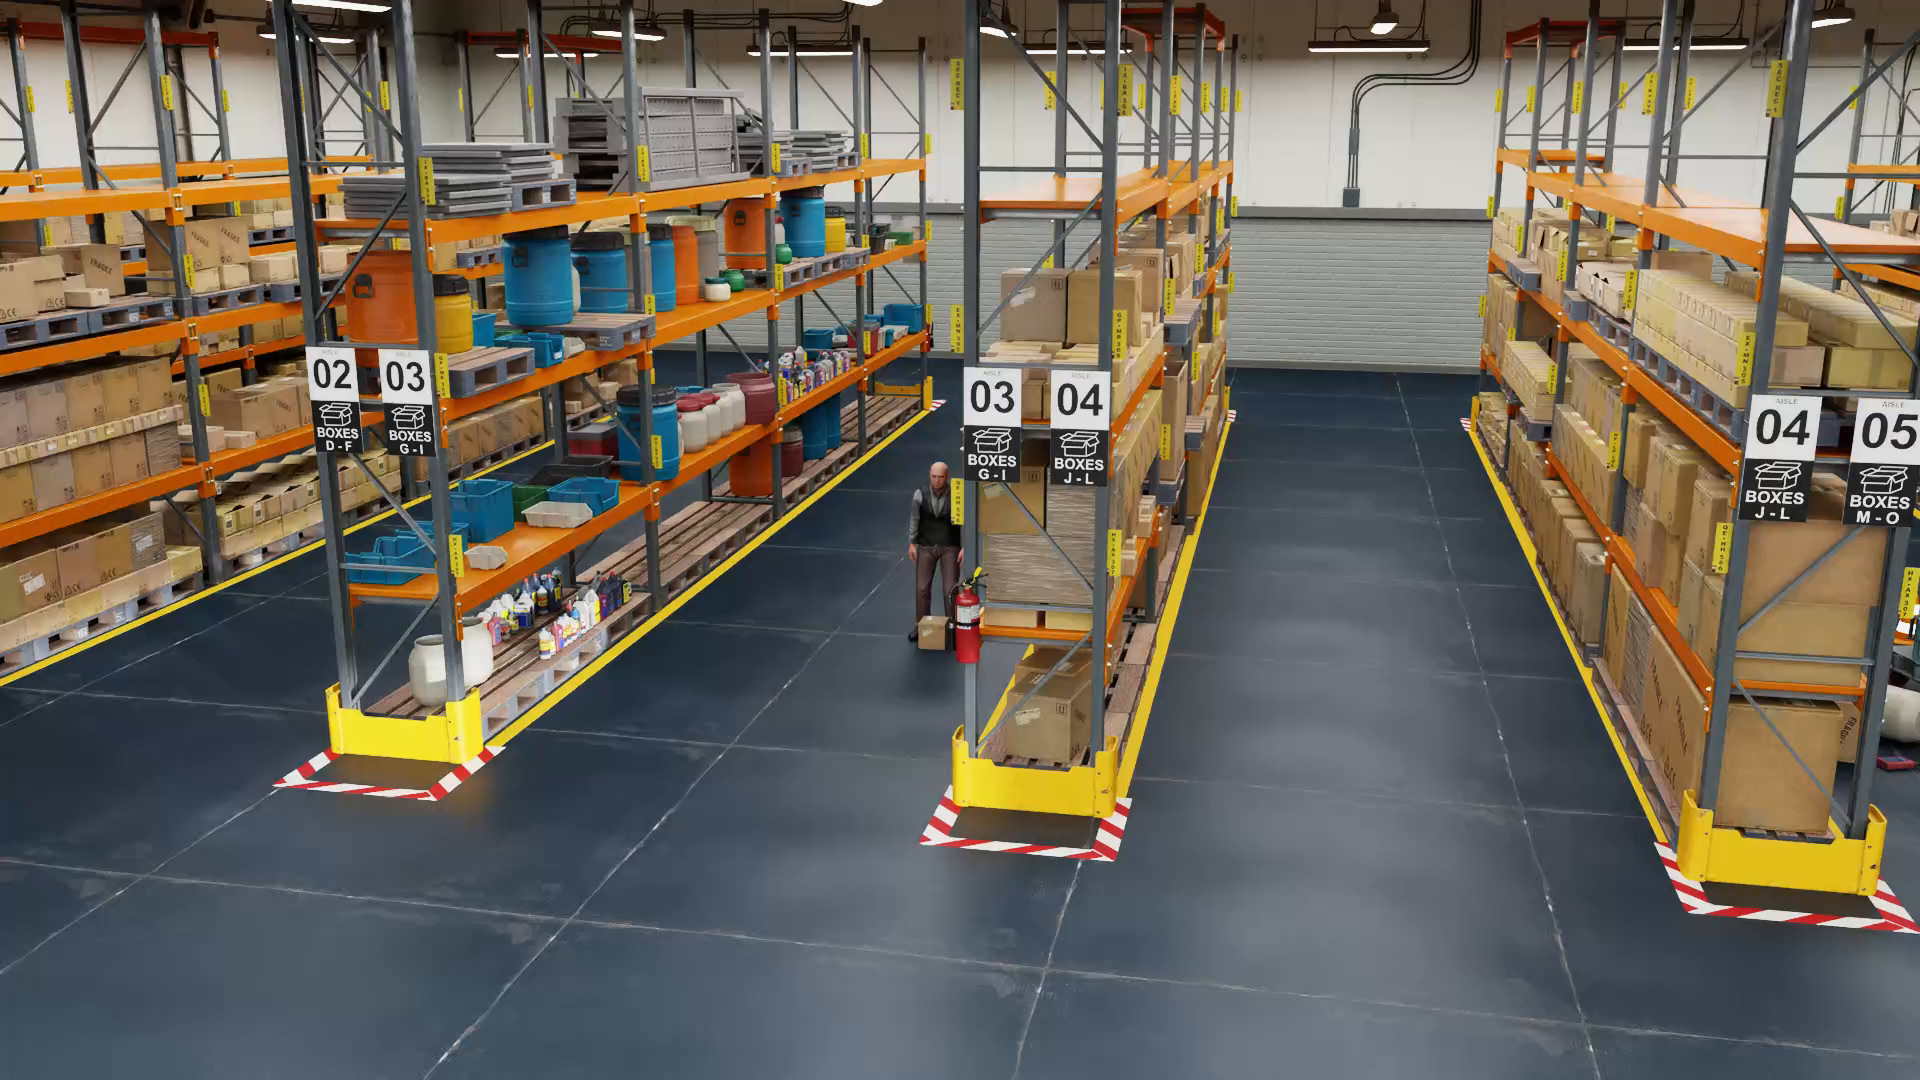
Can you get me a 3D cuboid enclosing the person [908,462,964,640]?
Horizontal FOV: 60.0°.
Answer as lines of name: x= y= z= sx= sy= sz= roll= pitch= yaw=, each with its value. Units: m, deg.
person: x=-0.194 y=0.091 z=15.708 sx=0.584 sy=1.721 sz=0.412 roll=3 pitch=15 yaw=11
